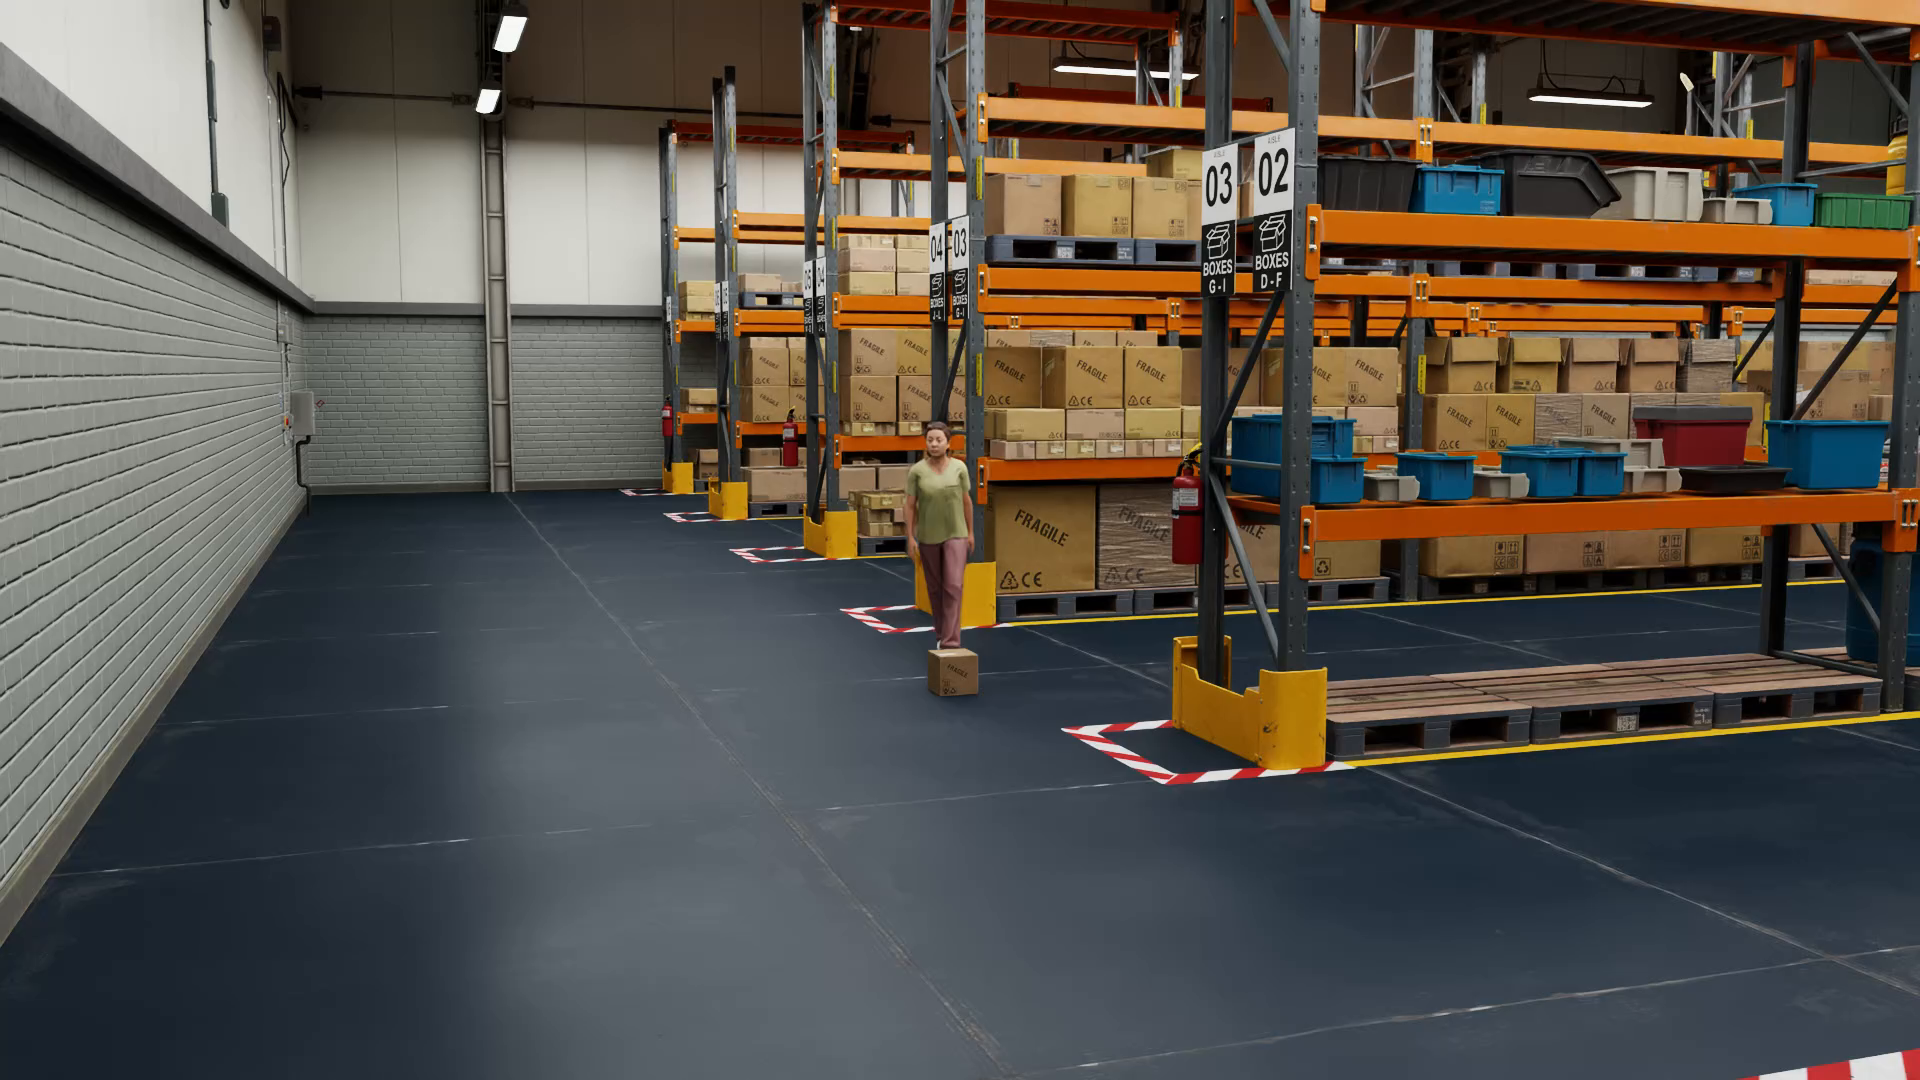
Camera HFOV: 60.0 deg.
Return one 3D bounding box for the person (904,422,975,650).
[{"bbox_3d":[-0.149,0.007,11.445,0.469,1.642,0.832,1,6,6],"label":"person"}]
